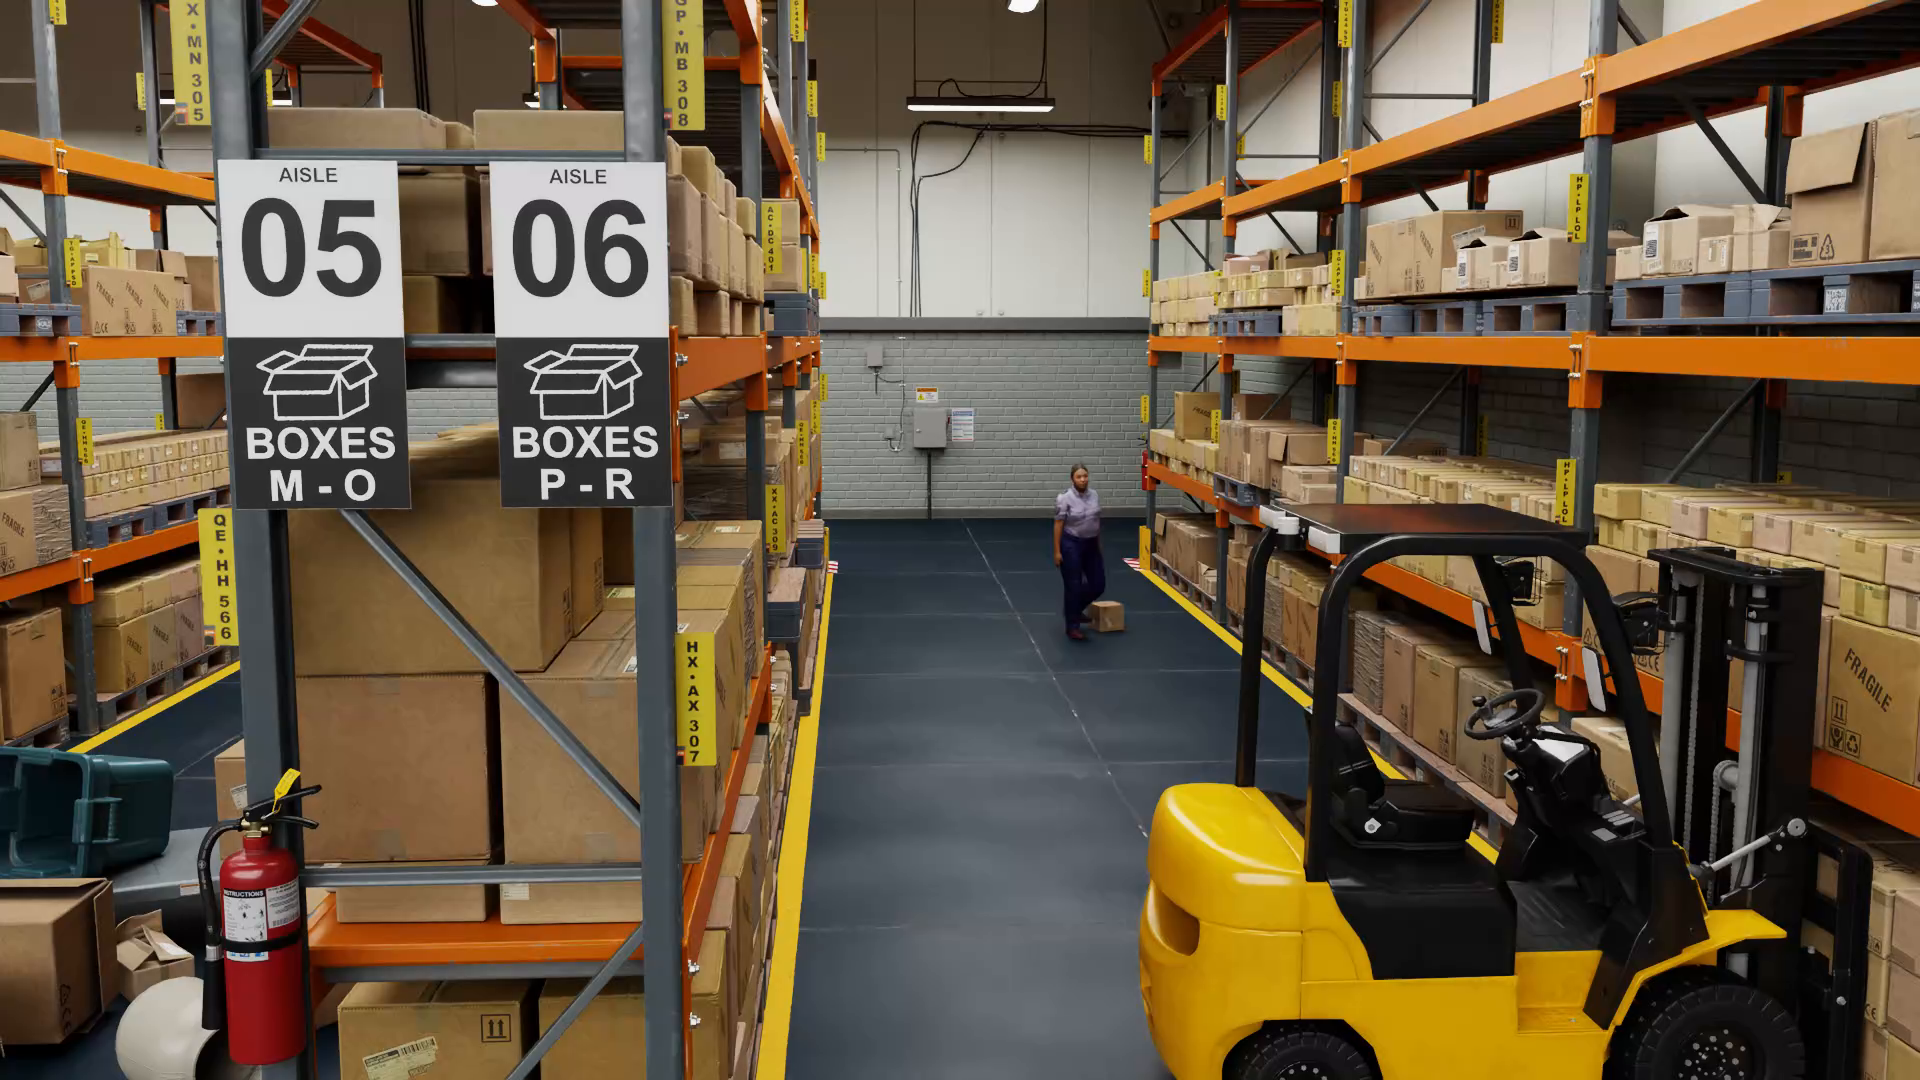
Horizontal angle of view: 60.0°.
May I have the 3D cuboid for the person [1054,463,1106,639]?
[{"bbox_3d":[1.088,0.089,15.597,0.561,1.642,0.540,-4,8,-32],"label":"person"}]
